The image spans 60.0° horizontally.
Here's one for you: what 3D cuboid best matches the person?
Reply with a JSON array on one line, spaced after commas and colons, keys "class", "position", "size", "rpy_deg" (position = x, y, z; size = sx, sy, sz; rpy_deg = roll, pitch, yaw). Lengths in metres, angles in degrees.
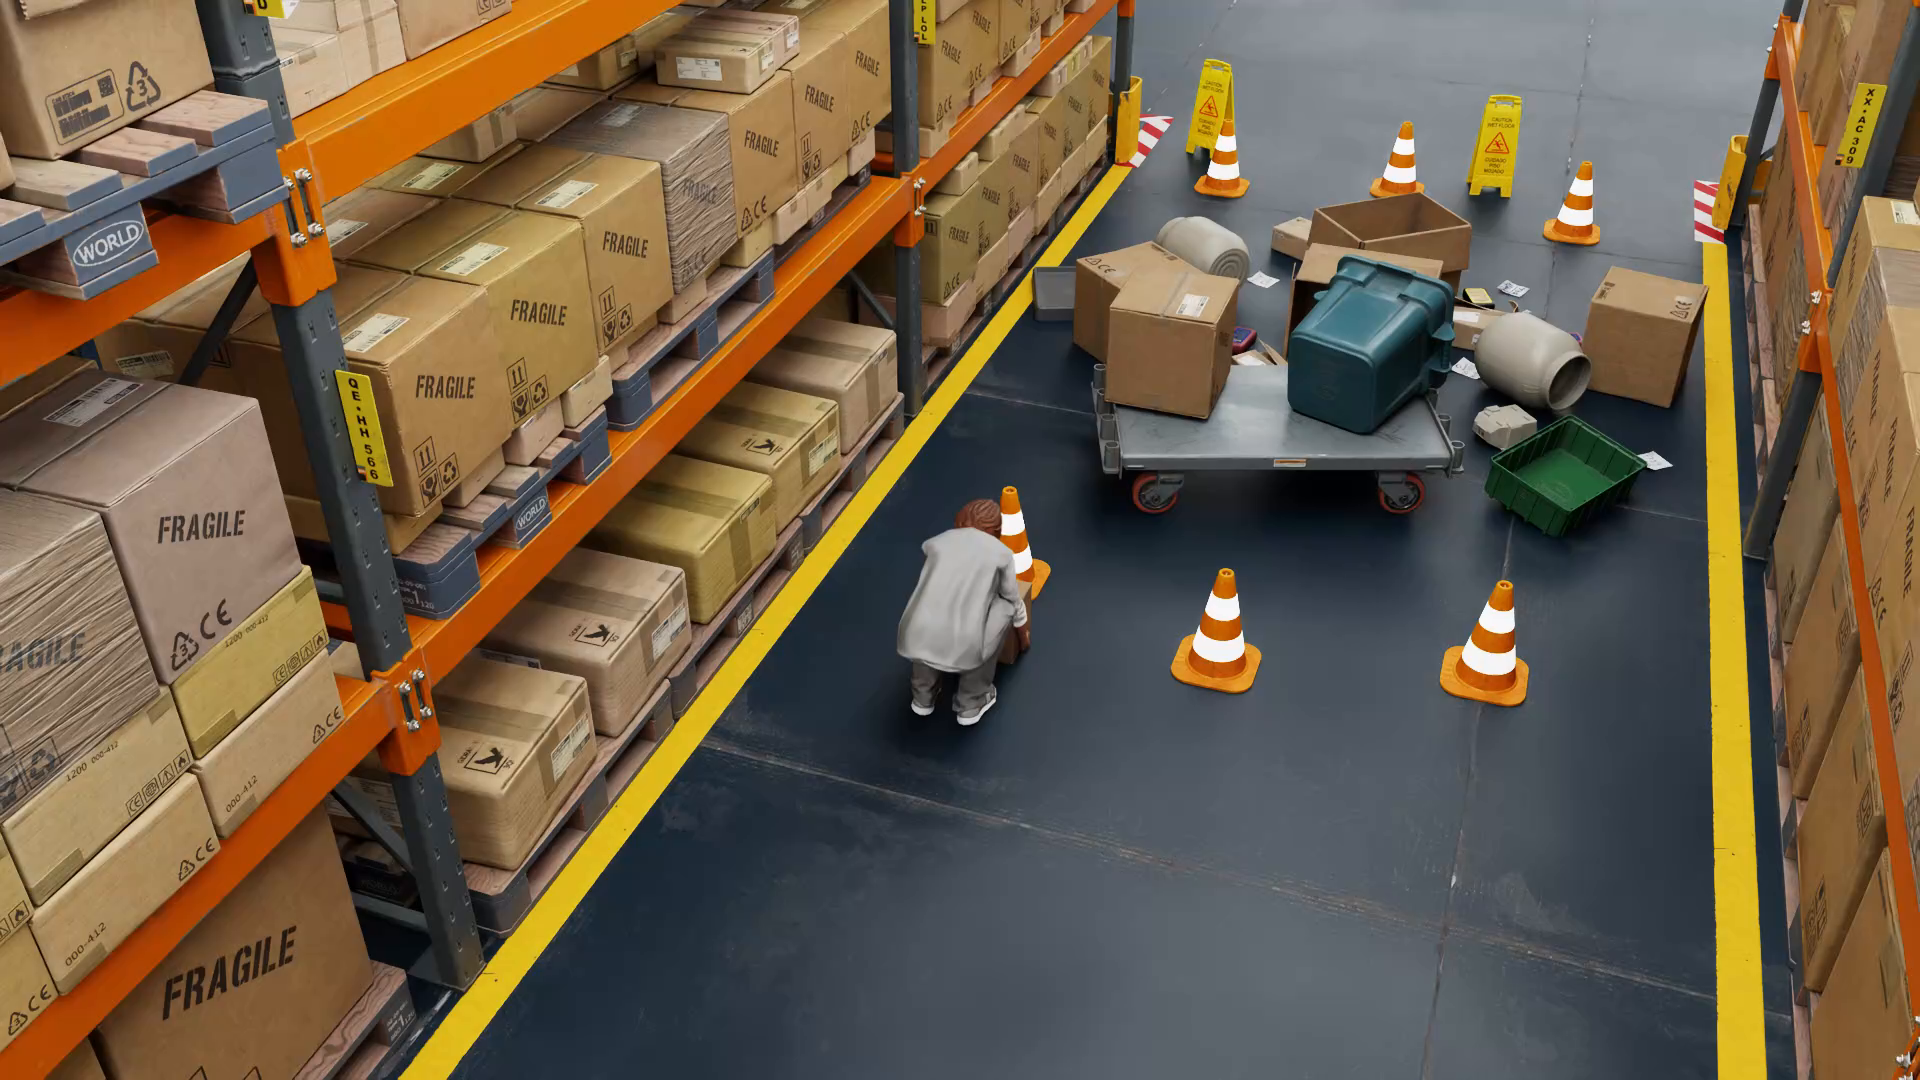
[{"class": "person", "position": [0.006, 0.317, 6.519], "size": [0.413, 0.714, 0.856], "rpy_deg": [11, 35, 15]}]
